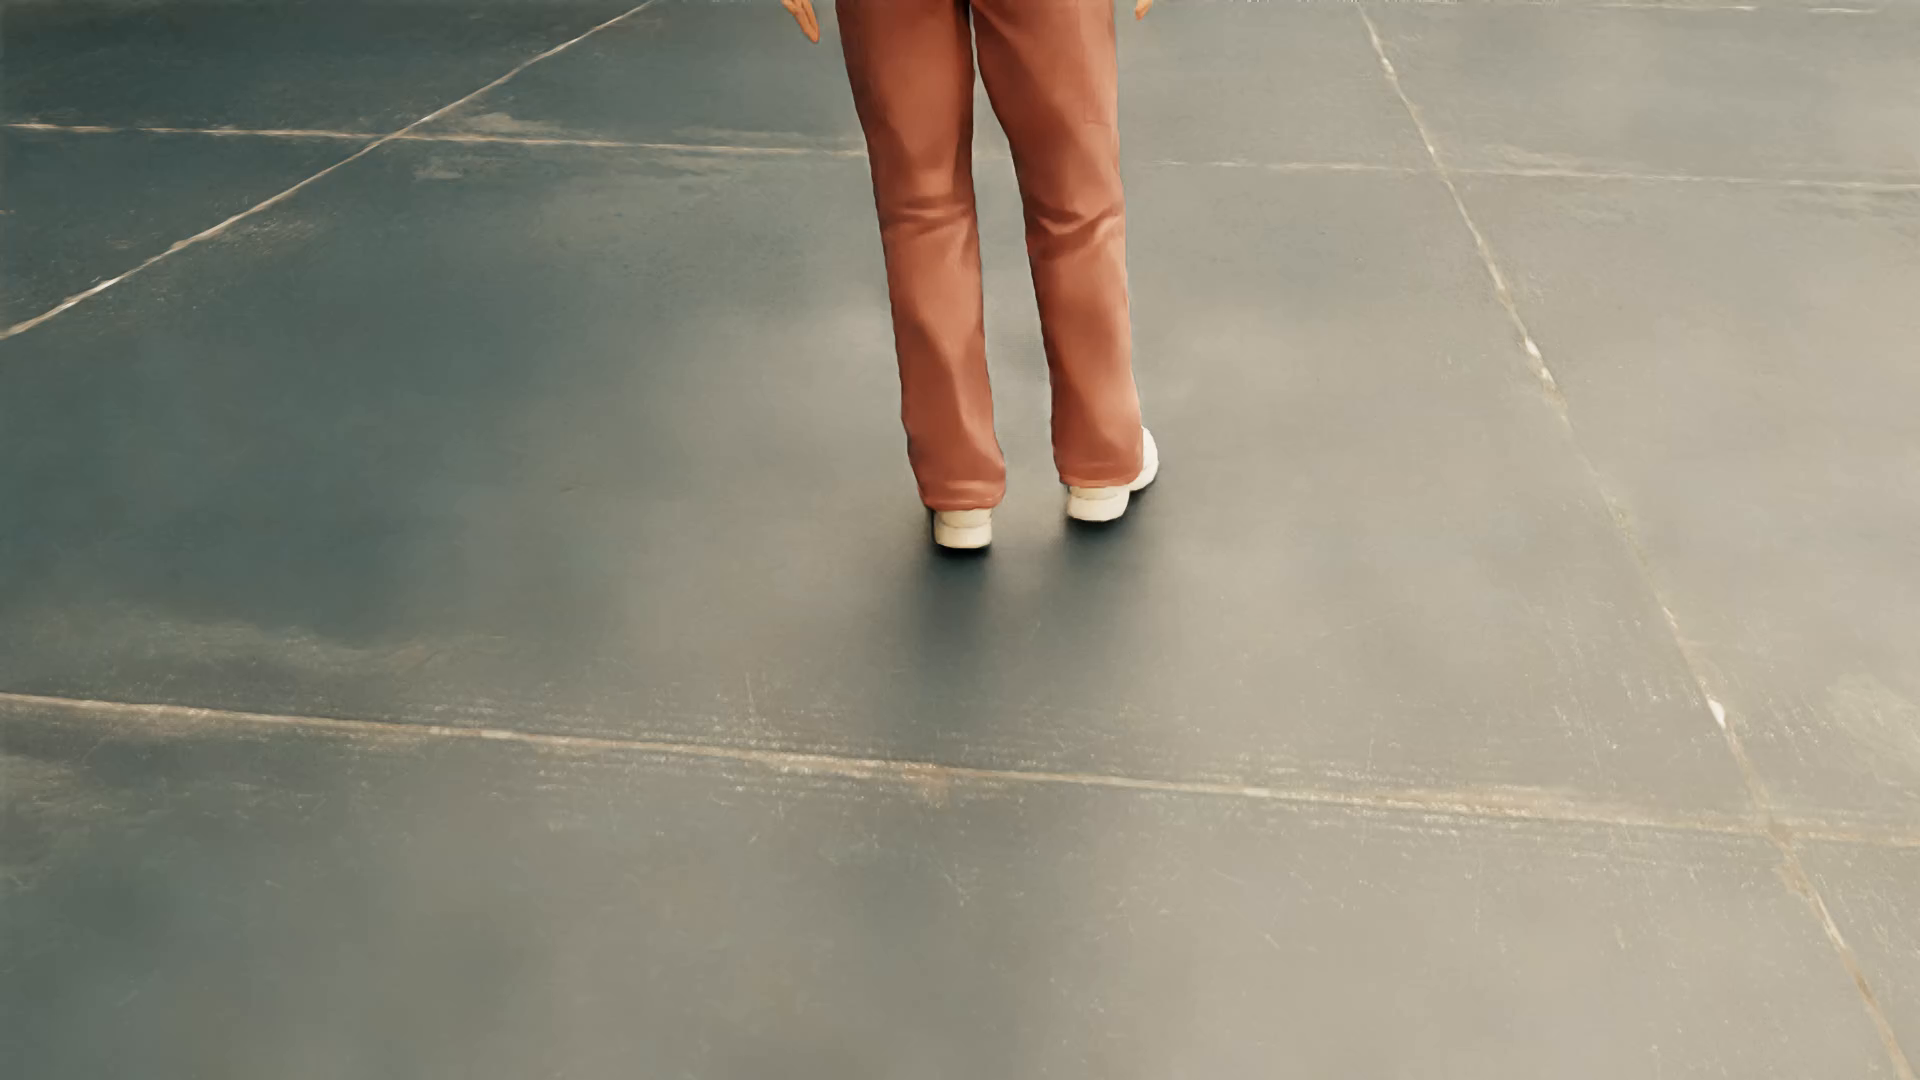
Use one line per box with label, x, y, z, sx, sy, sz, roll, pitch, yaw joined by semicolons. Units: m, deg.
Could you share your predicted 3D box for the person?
person;0.021;-0.788;2.187;0.554;1.674;0.548;3;27;7
